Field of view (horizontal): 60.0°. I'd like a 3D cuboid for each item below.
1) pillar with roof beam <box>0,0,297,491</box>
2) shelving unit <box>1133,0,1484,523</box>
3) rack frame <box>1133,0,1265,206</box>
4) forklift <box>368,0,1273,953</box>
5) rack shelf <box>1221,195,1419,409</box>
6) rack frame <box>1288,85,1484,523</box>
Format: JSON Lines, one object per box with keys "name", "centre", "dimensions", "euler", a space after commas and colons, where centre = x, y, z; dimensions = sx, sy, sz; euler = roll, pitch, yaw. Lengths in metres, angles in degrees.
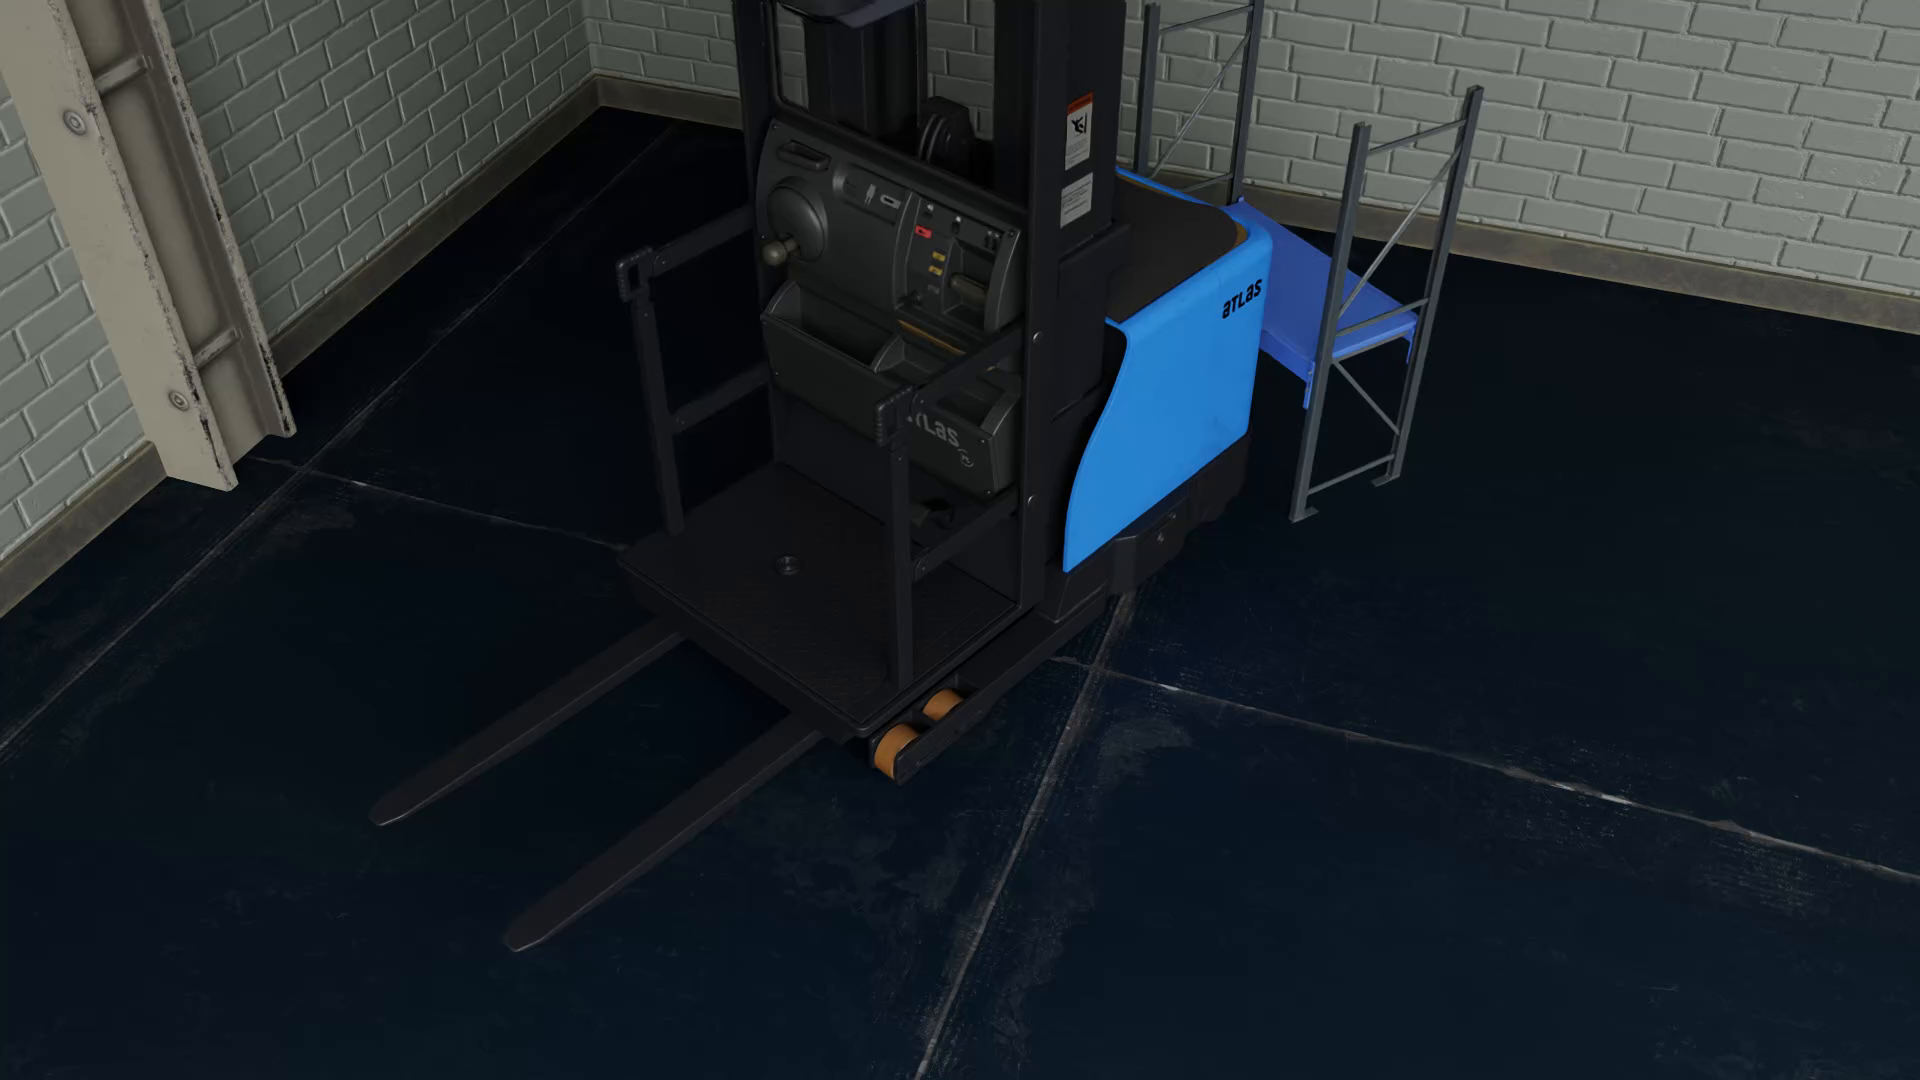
{"name": "pillar with roof beam", "centre": [1.353, -2.796, 2.094], "dimensions": [9.100, 9.000, 0.400], "euler": [13, 42, 15]}
{"name": "shelving unit", "centre": [1.103, -1.003, 5.770], "dimensions": [0.538, 1.500, 1.048], "euler": [-22, 45, -24]}
{"name": "rack frame", "centre": [0.835, -1.283, 6.098], "dimensions": [0.500, 1.500, 0.032], "euler": [-22, 45, -24]}
{"name": "forklift", "centre": [-0.353, -0.780, 4.406], "dimensions": [1.130, 2.935, 3.031], "euler": [30, 49, 31]}
{"name": "rack shelf", "centre": [1.103, -0.866, 5.887], "dimensions": [0.538, 0.185, 1.000], "euler": [-22, 45, -24]}
{"name": "rack frame", "centre": [1.372, -0.723, 5.442], "dimensions": [0.500, 1.500, 0.032], "euler": [-22, 45, -24]}
